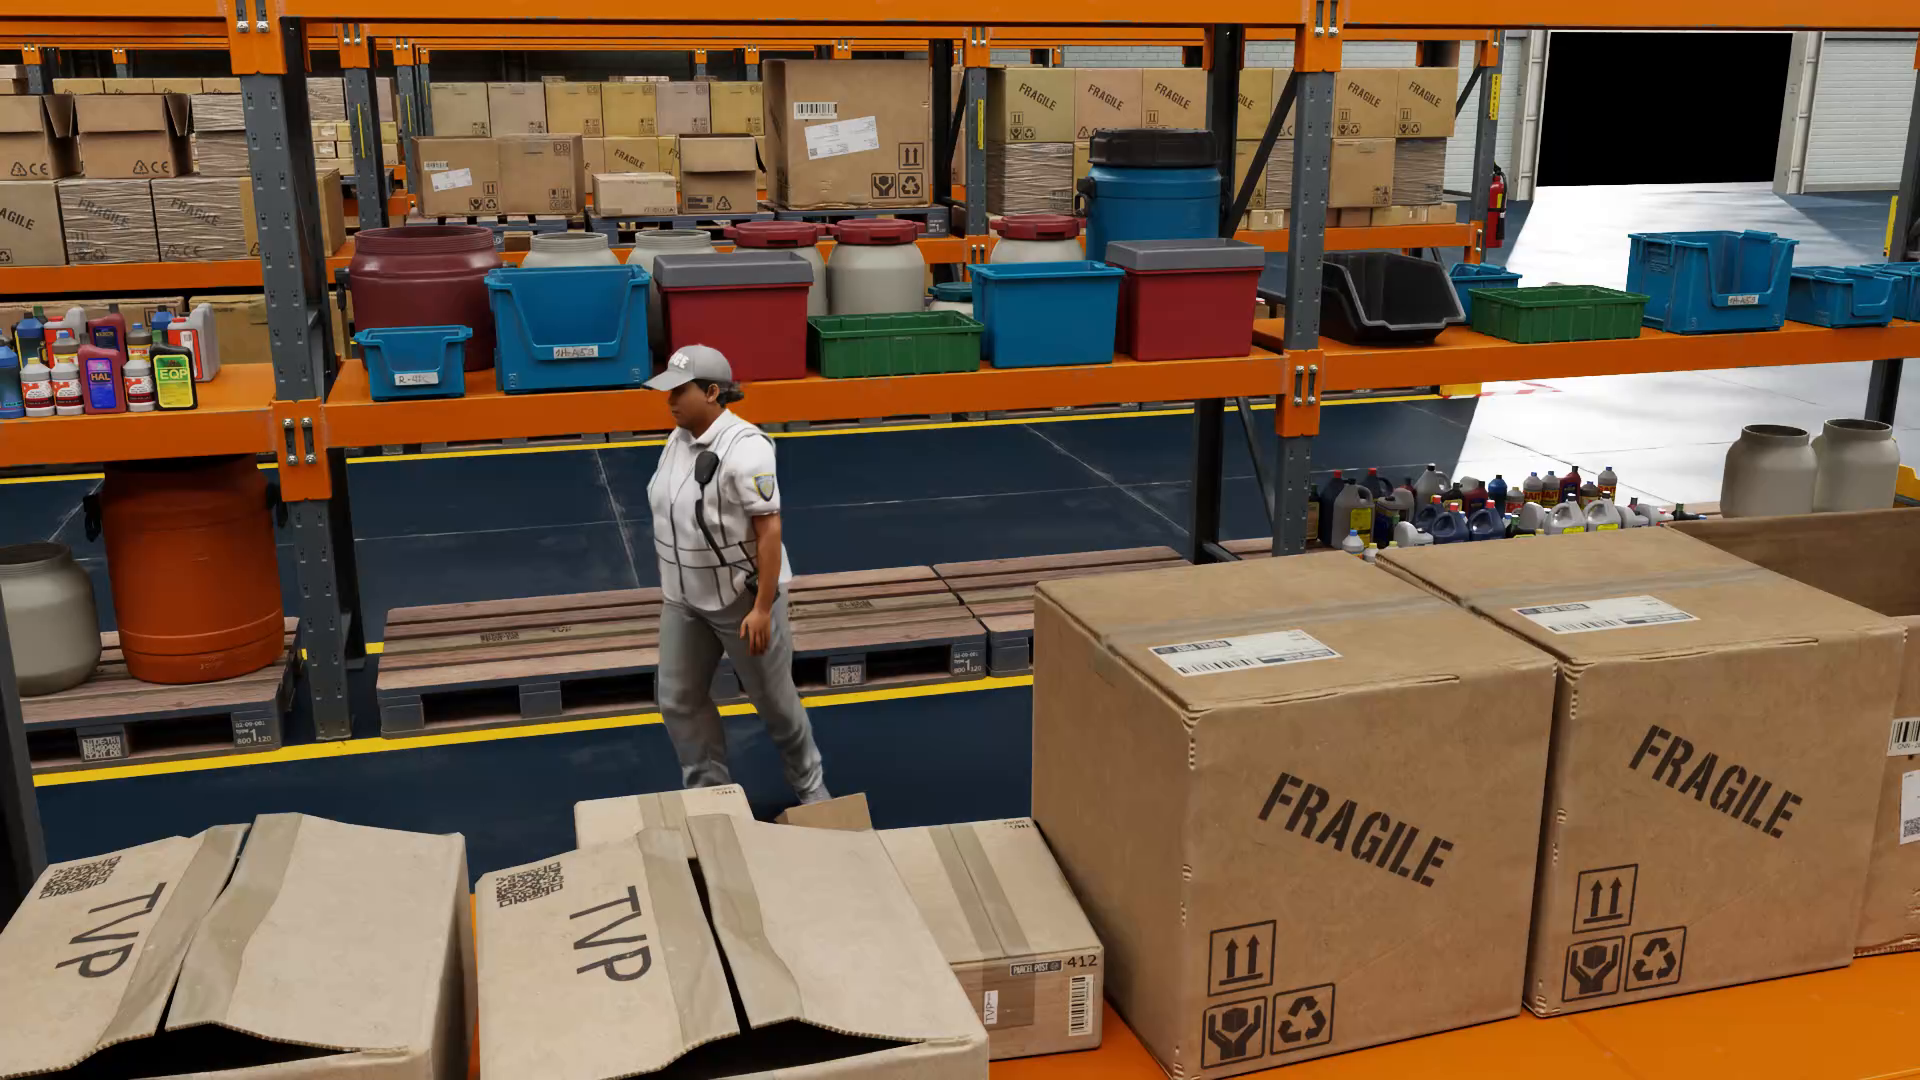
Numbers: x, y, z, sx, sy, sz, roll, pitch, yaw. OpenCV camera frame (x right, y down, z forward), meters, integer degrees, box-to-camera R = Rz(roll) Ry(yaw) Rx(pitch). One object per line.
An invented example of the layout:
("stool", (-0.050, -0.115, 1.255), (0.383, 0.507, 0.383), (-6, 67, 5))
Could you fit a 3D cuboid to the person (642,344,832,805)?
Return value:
("person", (-0.736, 0.175, 5.437), (0.560, 1.653, 0.597), (13, 20, 37))
